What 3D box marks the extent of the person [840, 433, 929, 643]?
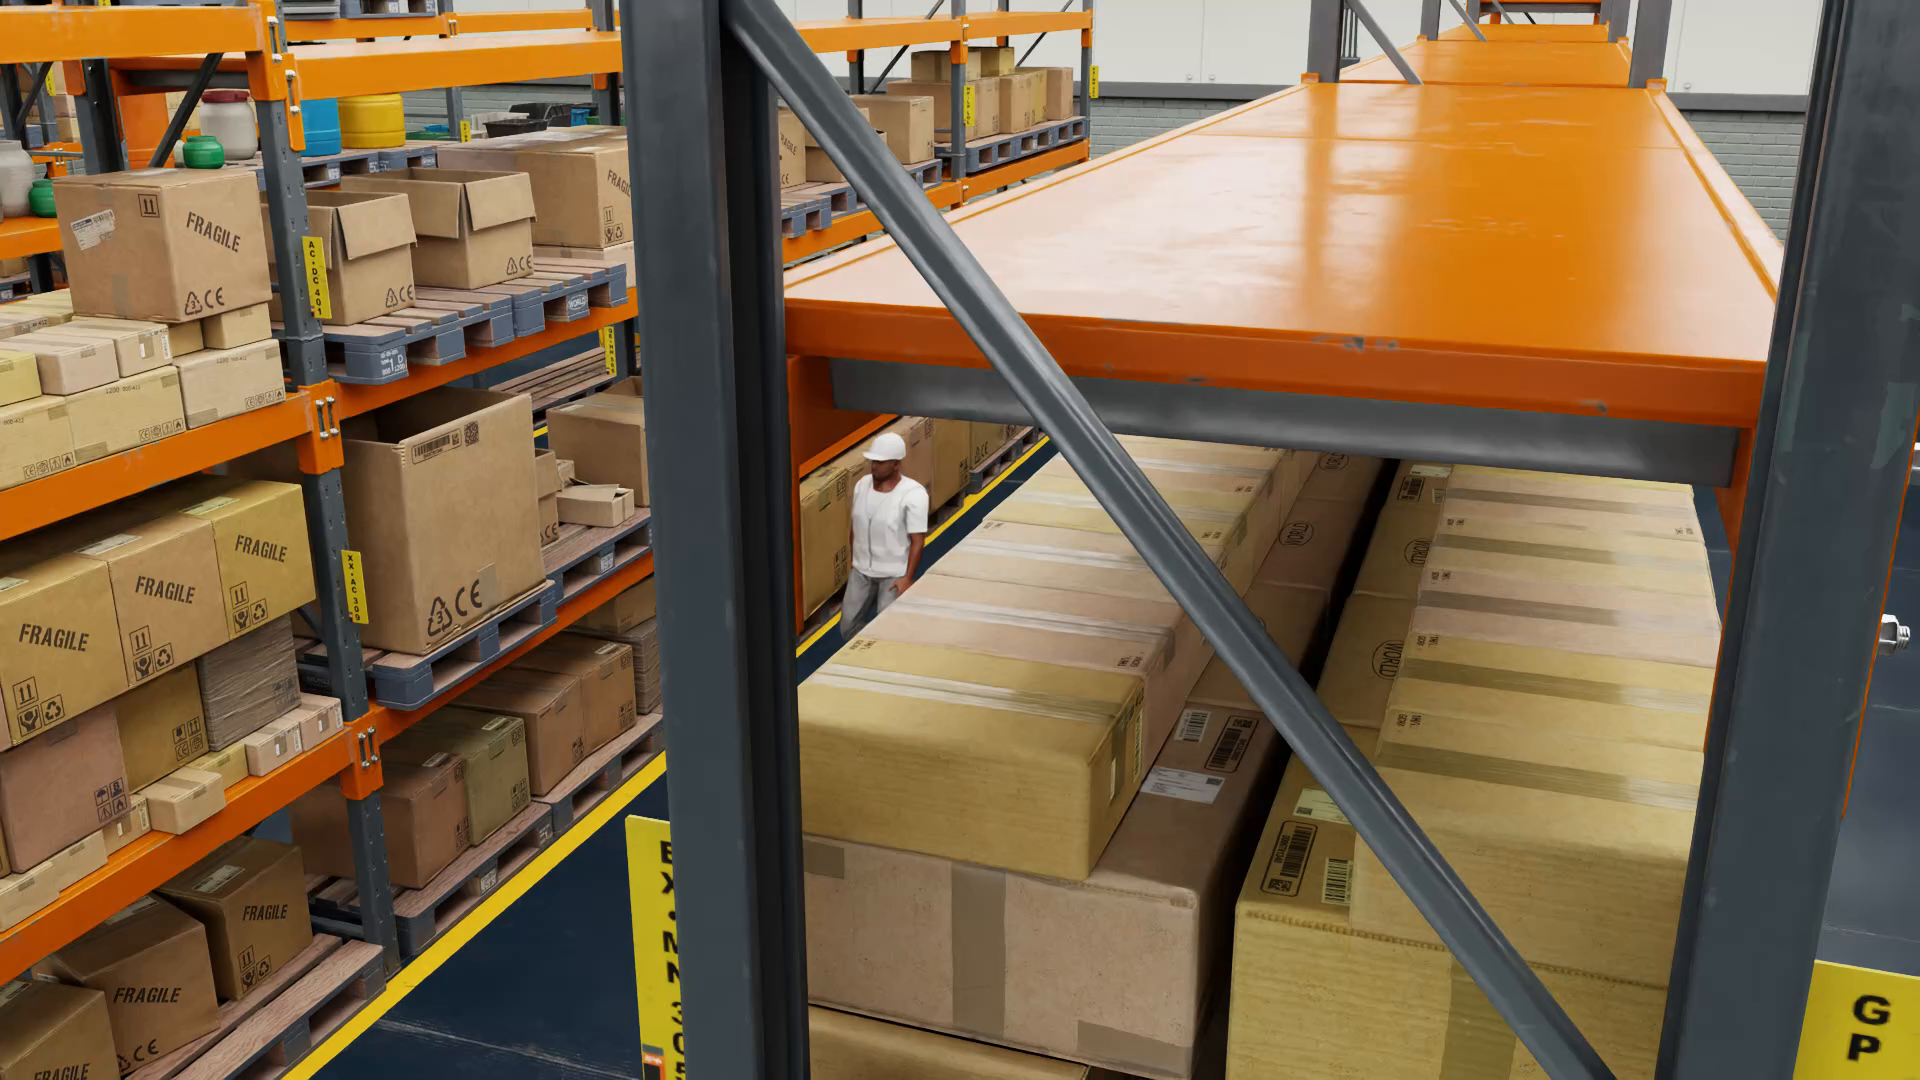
[{"bbox_3d":[-0.511,0.225,10.322,0.595,1.778,0.536,11,22,30],"label":"person"}]
